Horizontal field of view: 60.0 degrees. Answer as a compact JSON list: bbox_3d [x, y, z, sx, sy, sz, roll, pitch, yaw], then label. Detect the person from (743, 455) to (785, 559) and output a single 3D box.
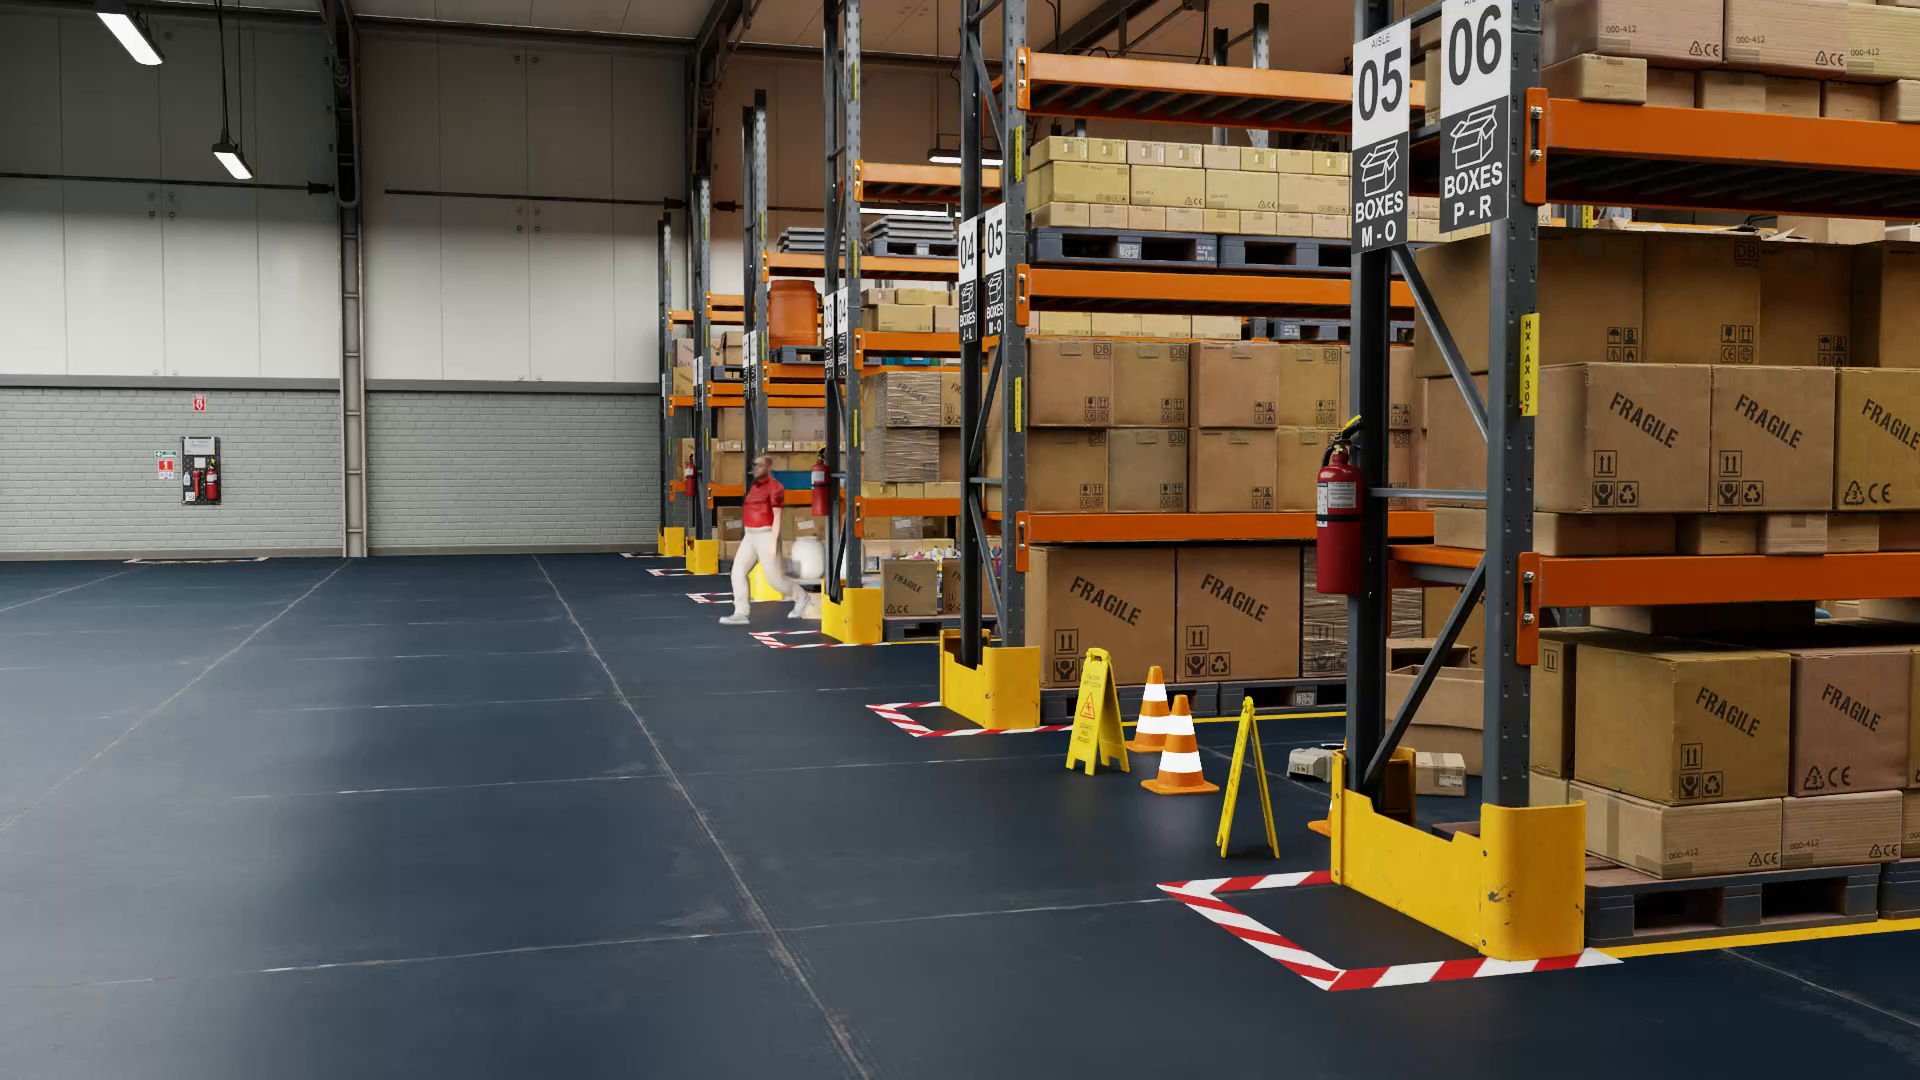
[{"bbox_3d":[-1.962,-0.320,16.533,0.335,1.045,0.553,-3,4,-44],"label":"person"}]
